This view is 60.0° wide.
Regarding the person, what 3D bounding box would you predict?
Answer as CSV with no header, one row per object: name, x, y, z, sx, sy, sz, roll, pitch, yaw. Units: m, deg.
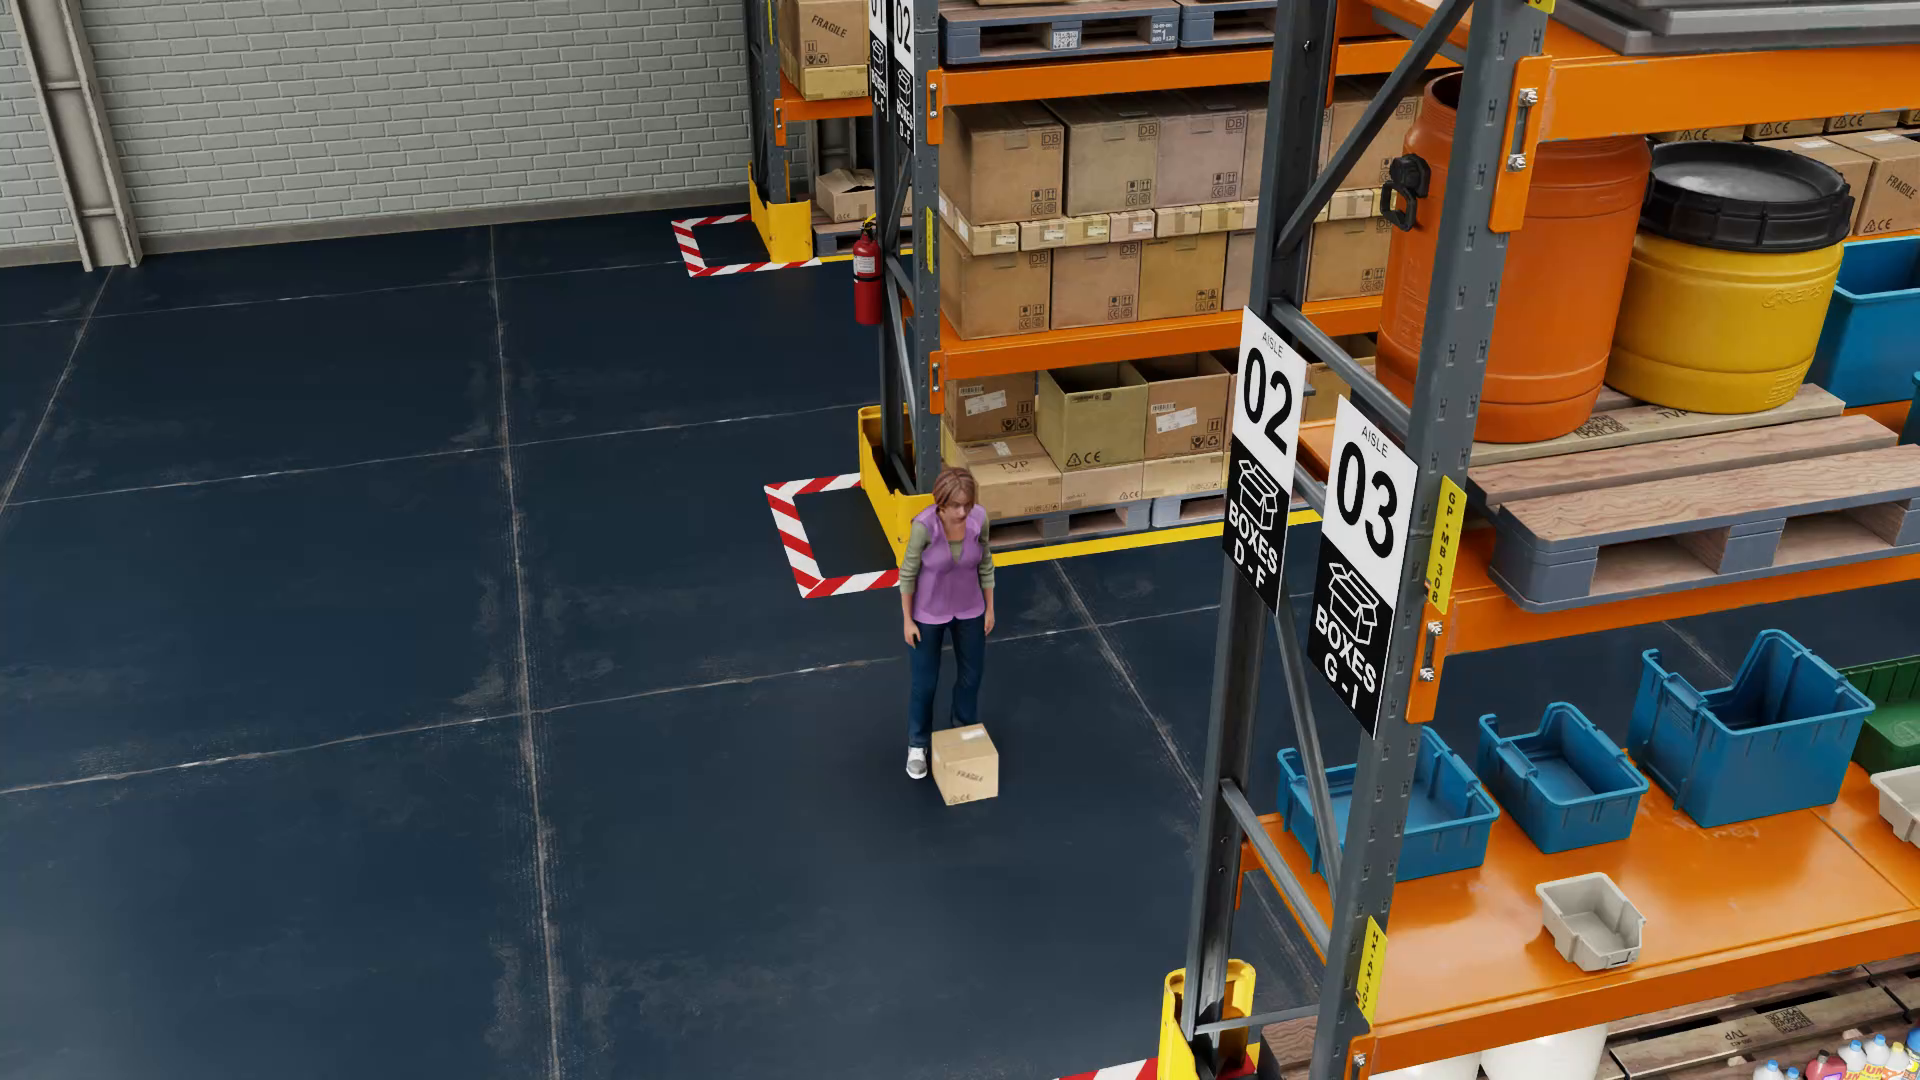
person,-0.055,0.353,7.644,0.466,1.592,0.347,-9,32,-15
